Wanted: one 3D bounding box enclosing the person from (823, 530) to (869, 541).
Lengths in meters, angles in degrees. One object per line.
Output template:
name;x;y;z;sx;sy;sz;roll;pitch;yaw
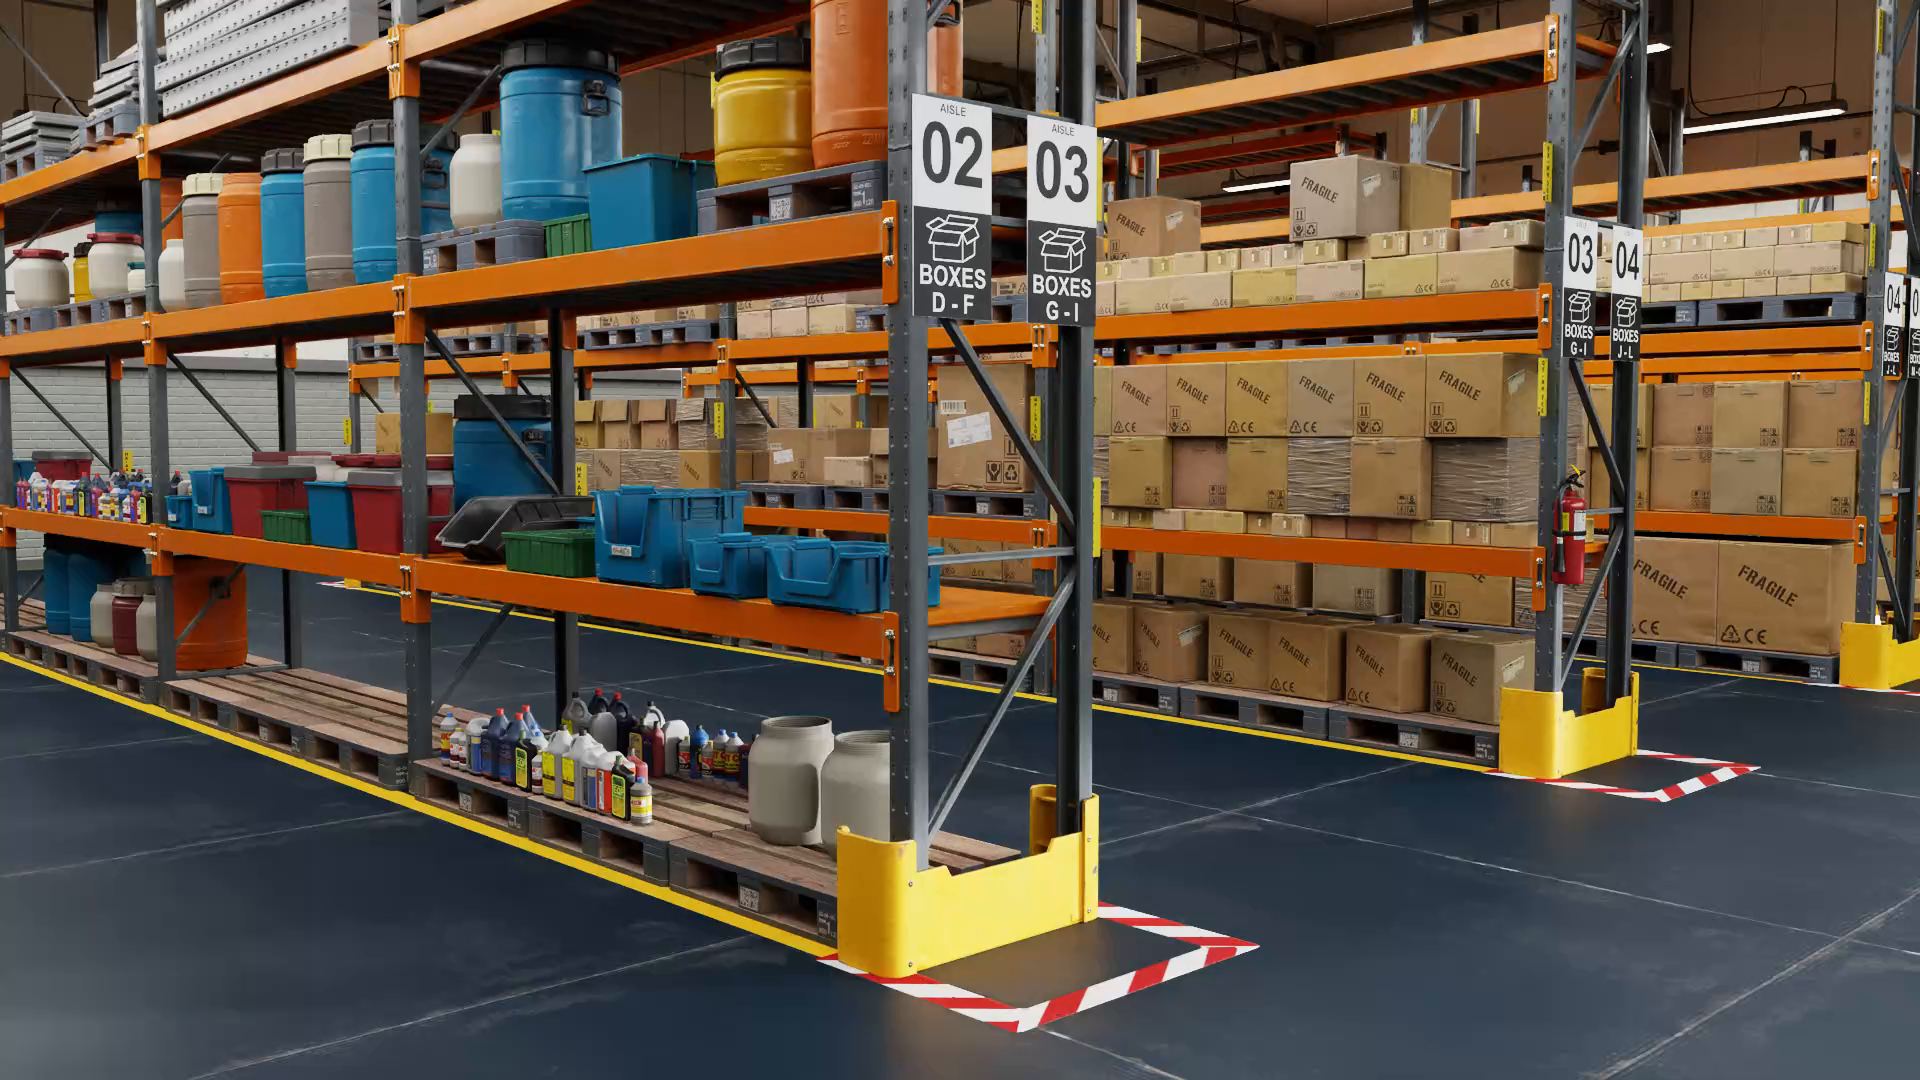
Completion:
person;-1.192;-0.047;17.457;0.429;1.772;0.645;4;5;43
